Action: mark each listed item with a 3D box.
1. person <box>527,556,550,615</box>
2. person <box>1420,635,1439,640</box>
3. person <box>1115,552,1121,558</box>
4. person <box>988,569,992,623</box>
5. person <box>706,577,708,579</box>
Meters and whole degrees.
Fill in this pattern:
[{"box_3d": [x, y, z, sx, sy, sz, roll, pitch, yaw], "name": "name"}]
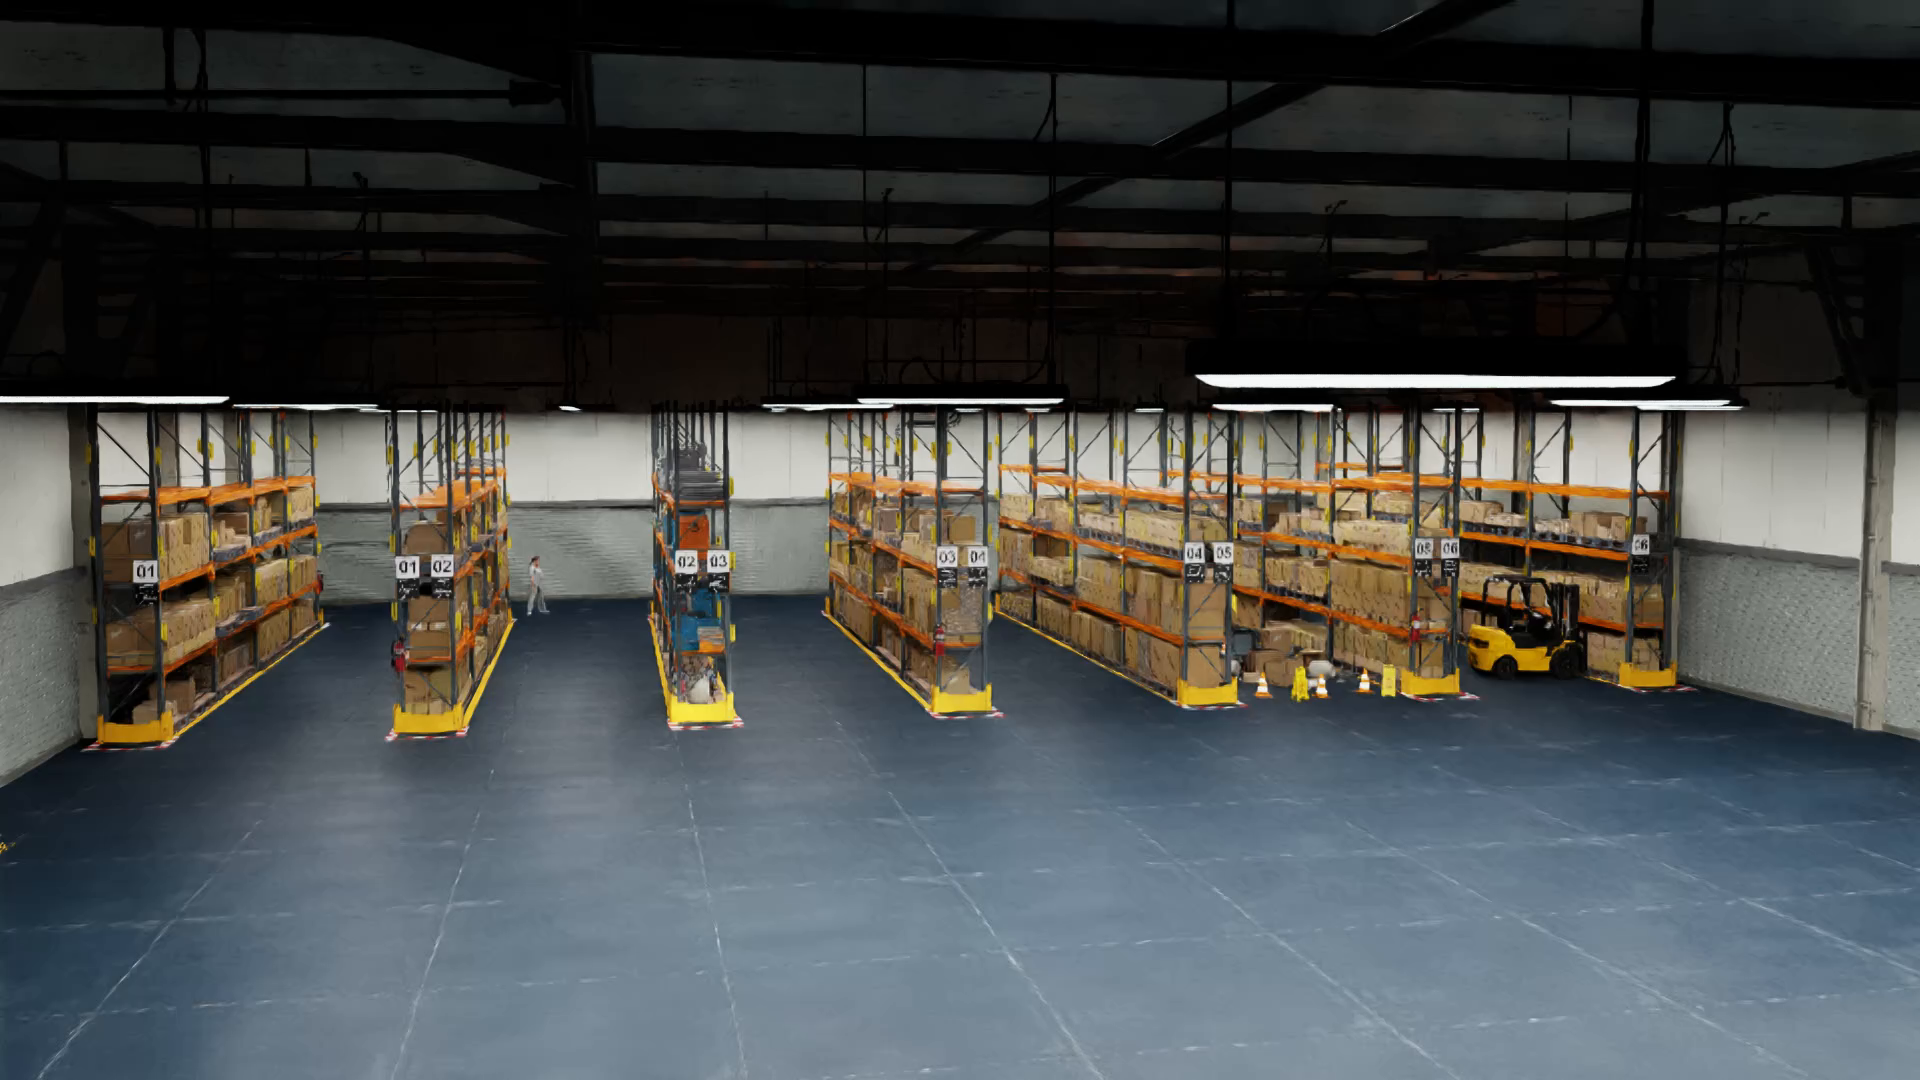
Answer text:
[{"box_3d": [-12.126, 1.288, 47.631, 0.503, 1.661, 0.637, 2, 5, 19], "name": "person"}, {"box_3d": [10.598, 1.951, 37.687, 0.341, 1.704, 0.632, -4, 6, -43], "name": "person"}, {"box_3d": [4.937, 1.056, 50.975, 0.681, 1.658, 0.492, -4, 6, -40], "name": "person"}, {"box_3d": [0.632, 1.387, 45.599, 0.560, 1.770, 0.627, 1, 5, 17], "name": "person"}, {"box_3d": [-7.579, 1.134, 50.301, 0.552, 1.618, 0.531, -1, 4, -14], "name": "person"}]
